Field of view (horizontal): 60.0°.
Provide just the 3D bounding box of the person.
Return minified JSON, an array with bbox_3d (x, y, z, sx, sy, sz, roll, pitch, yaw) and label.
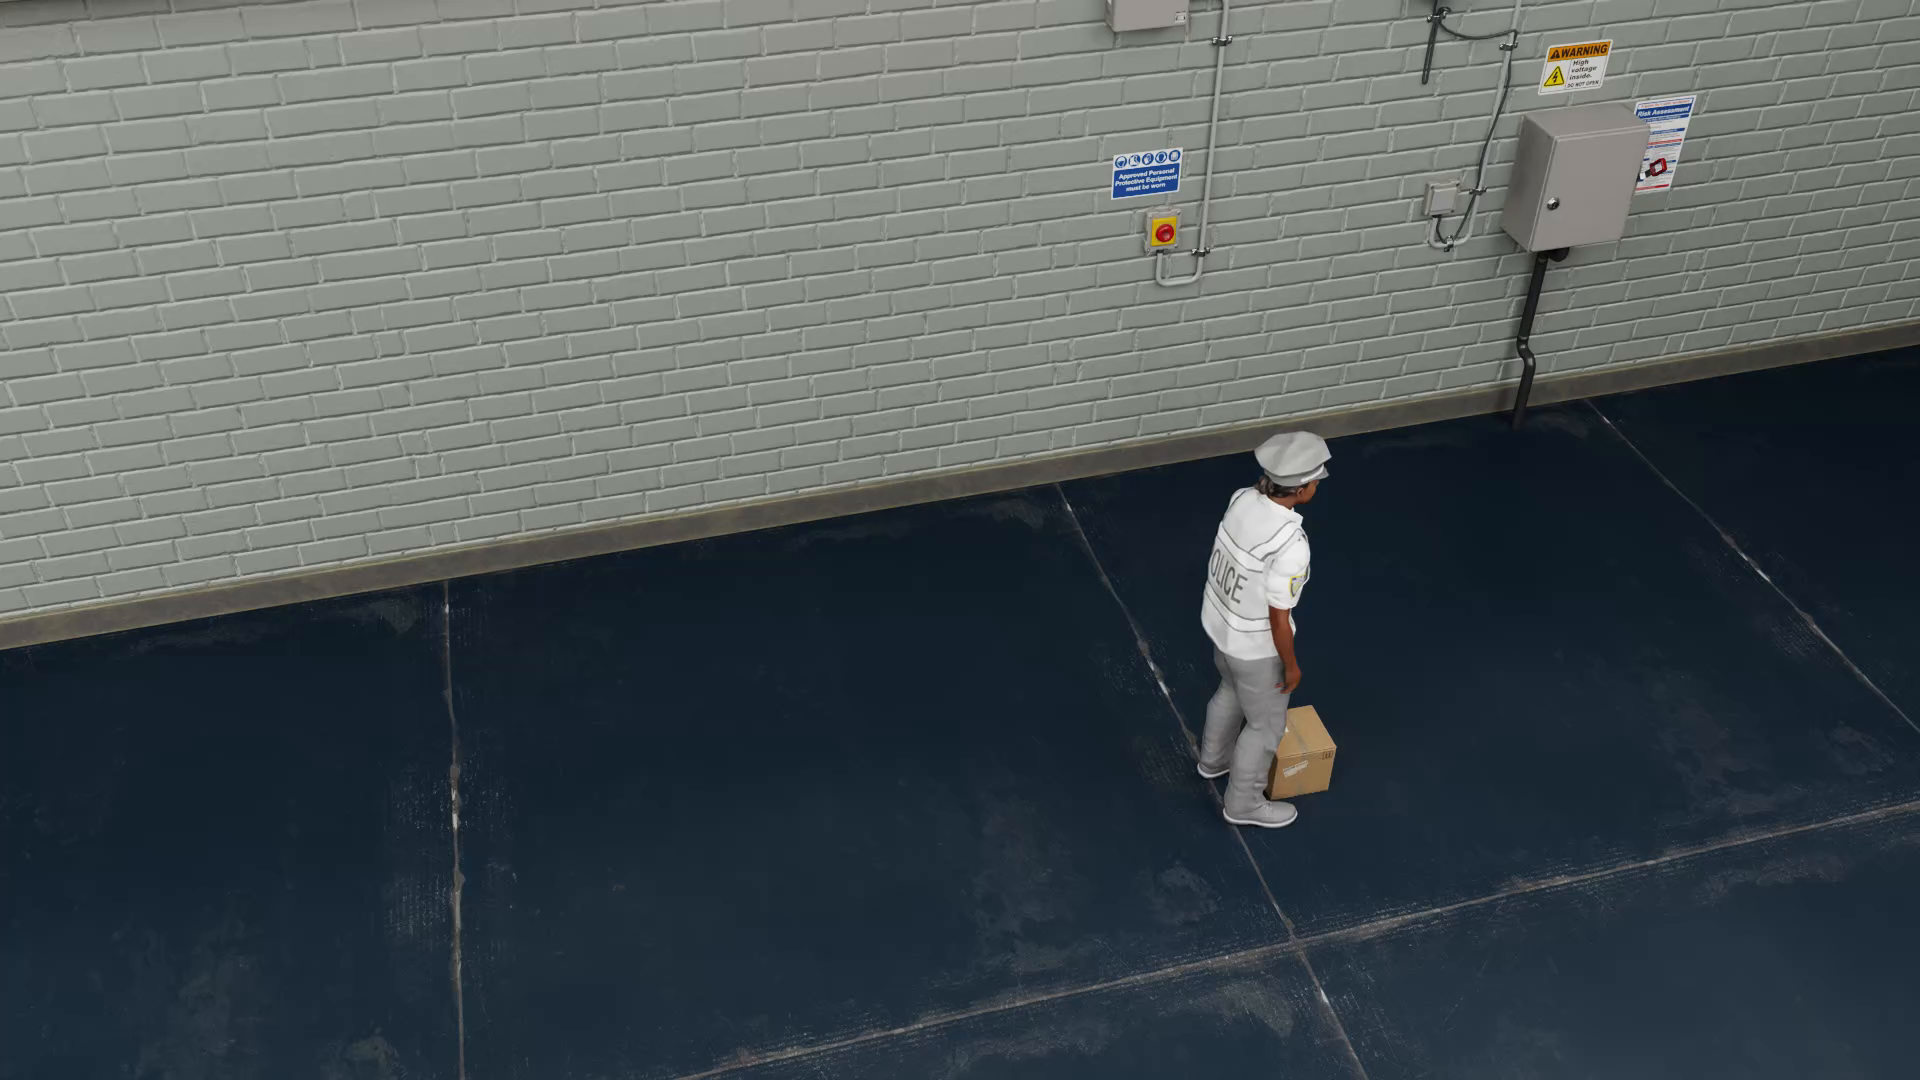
[{"bbox_3d":[1.124,0.353,6.265,0.391,1.664,0.531,-11,40,-14],"label":"person"}]
